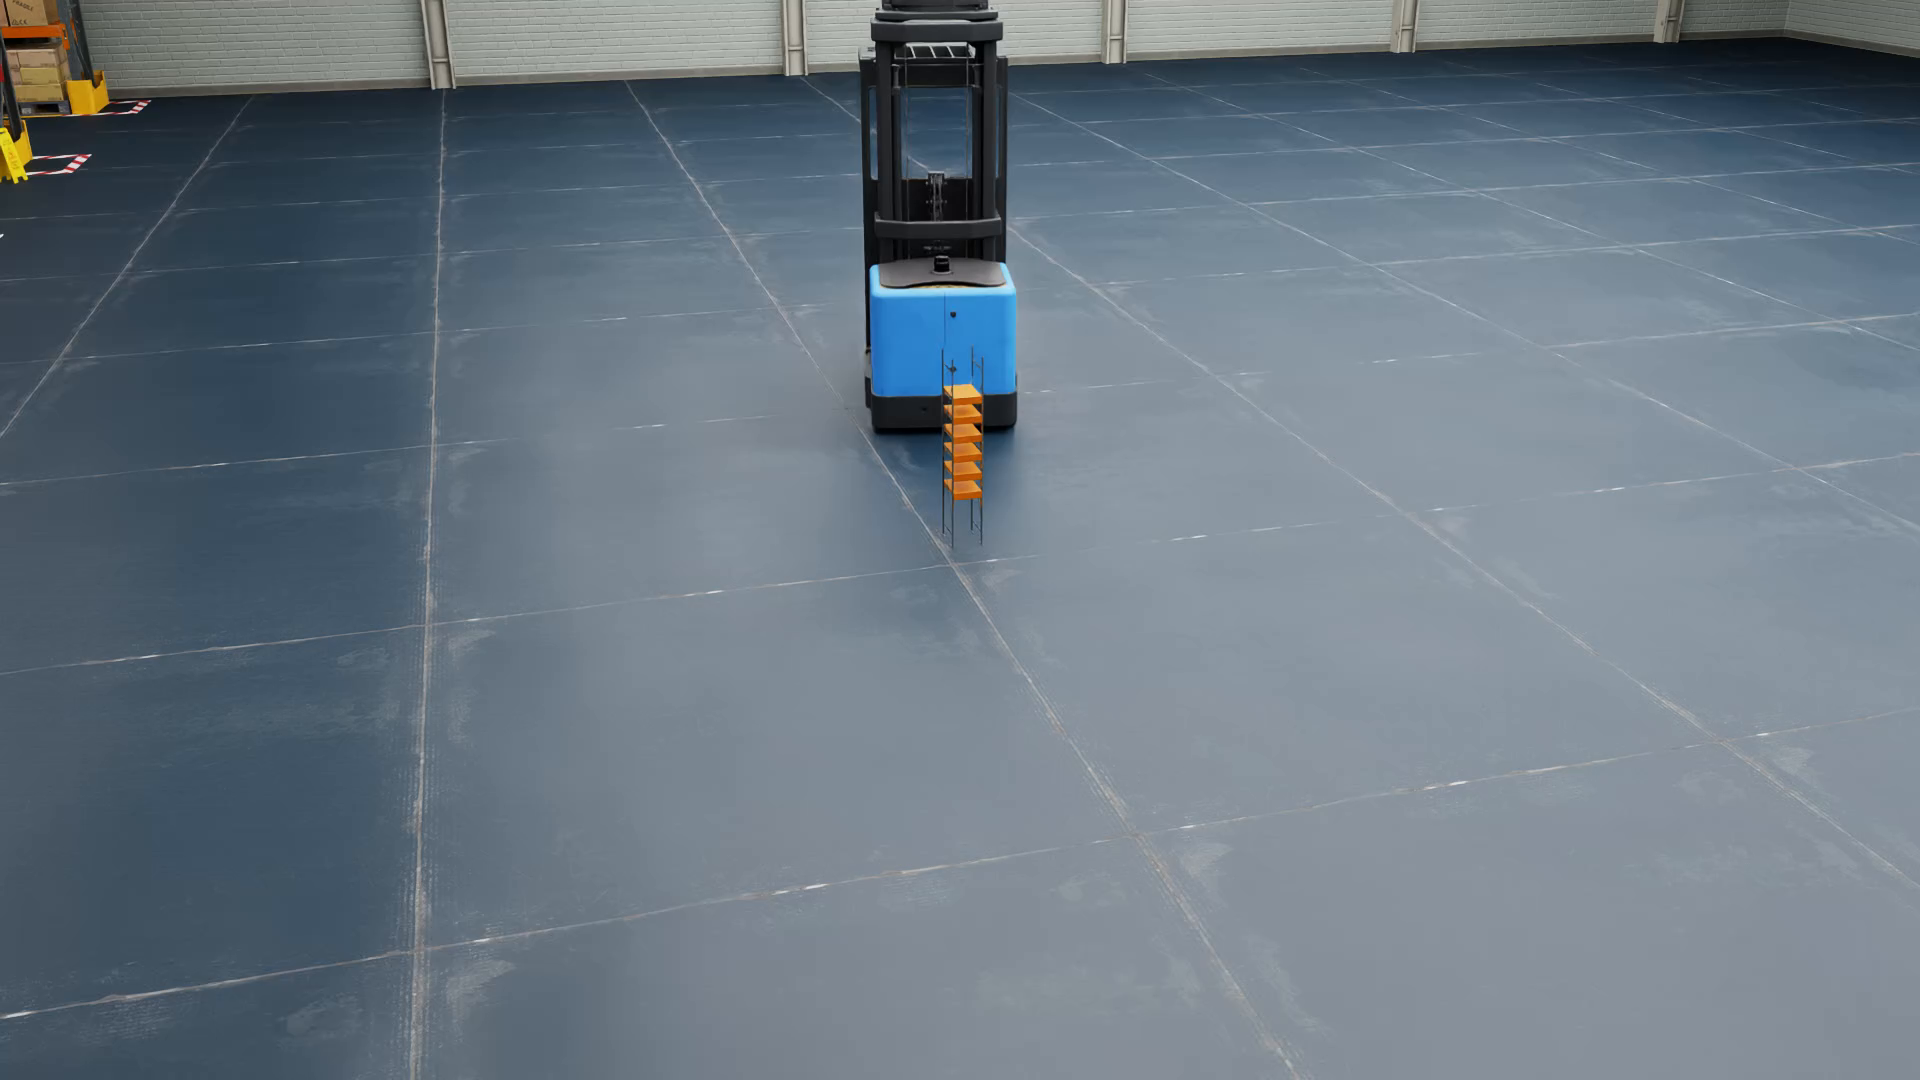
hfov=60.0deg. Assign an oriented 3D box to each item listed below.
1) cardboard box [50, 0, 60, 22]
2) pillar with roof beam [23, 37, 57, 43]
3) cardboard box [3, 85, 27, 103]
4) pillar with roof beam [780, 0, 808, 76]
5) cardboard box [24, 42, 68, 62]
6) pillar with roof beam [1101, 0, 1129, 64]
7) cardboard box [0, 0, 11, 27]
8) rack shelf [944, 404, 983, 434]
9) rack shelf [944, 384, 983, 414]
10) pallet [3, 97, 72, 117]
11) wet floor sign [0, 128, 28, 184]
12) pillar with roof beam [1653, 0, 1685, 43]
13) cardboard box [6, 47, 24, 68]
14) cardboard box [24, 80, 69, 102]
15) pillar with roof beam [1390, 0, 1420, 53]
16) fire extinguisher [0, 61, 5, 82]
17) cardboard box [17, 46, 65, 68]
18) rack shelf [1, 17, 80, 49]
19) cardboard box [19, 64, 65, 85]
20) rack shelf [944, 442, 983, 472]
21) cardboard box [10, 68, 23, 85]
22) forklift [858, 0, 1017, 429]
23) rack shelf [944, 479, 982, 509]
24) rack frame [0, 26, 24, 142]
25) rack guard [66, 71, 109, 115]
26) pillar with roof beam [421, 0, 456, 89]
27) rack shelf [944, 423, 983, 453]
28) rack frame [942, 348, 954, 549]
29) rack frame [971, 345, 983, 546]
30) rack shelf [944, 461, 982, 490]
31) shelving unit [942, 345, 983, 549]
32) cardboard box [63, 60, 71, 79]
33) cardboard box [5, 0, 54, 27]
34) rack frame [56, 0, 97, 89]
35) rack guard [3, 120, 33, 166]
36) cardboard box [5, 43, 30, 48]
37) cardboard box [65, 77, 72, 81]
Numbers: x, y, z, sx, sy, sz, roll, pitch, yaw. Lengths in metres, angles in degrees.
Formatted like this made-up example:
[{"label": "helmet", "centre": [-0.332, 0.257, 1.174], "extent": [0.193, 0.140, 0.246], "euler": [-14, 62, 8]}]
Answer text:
[{"label": "cardboard box", "centre": [-14.111, -8.194, 25.416], "extent": [0.500, 0.500, 0.500], "euler": [-6, 24, -13]}, {"label": "pillar with roof beam", "centre": [-13.310, -9.486, 20.945], "extent": [0.400, 9.000, 9.100], "euler": [-6, 24, -14]}, {"label": "cardboard box", "centre": [-14.408, -6.805, 25.261], "extent": [0.500, 0.250, 0.500], "euler": [-6, 24, -14]}, {"label": "pillar with roof beam", "centre": [-1.756, -10.764, 23.924], "extent": [0.400, 9.000, 9.100], "euler": [-6, 24, -14]}, {"label": "cardboard box", "centre": [-14.073, -7.505, 25.623], "extent": [0.500, 0.250, 0.500], "euler": [-7, 24, -15]}, {"label": "pillar with roof beam", "centre": [4.021, -11.403, 25.413], "extent": [0.400, 9.000, 9.100], "euler": [-6, 24, -14]}, {"label": "cardboard box", "centre": [-14.464, -7.937, 24.818], "extent": [0.500, 0.500, 0.500], "euler": [-6, 24, -13]}, {"label": "rack shelf", "centre": [0.014, -0.733, 9.940], "extent": [0.180, 0.103, 0.258], "euler": [-6, 24, -14]}, {"label": "rack shelf", "centre": [0.014, -0.843, 9.893], "extent": [0.180, 0.103, 0.258], "euler": [-6, 24, -14]}, {"label": "pallet", "centre": [-14.284, -6.717, 25.635], "extent": [1.213, 0.211, 1.003], "euler": [-6, 24, -14]}, {"label": "wet floor sign", "centre": [-11.743, -4.743, 20.486], "extent": [0.232, 0.644, 0.267], "euler": [2, 23, 4]}, {"label": "pillar with roof beam", "centre": [15.575, -12.681, 28.392], "extent": [0.400, 9.000, 9.100], "euler": [-6, 24, -14]}, {"label": "cardboard box", "centre": [-14.408, -7.260, 25.053], "extent": [0.500, 0.250, 0.500], "euler": [-6, 24, -13]}, {"label": "cardboard box", "centre": [-13.926, -6.855, 25.376], "extent": [0.500, 0.250, 0.500], "euler": [-6, 24, -14]}, {"label": "pillar with roof beam", "centre": [9.798, -12.042, 26.903], "extent": [0.400, 9.000, 9.100], "euler": [-6, 24, -14]}, {"label": "fire extinguisher", "centre": [-11.980, -6.013, 20.557], "extent": [0.183, 0.674, 0.296], "euler": [-6, 24, -14]}, {"label": "cardboard box", "centre": [-13.918, -7.317, 25.185], "extent": [0.500, 0.250, 0.500], "euler": [-5, 24, -13]}, {"label": "rack shelf", "centre": [-15.485, -7.552, 24.958], "extent": [4.000, 0.370, 1.077], "euler": [-6, 24, -14]}, {"label": "cardboard box", "centre": [-13.943, -7.084, 25.276], "extent": [0.500, 0.250, 0.500], "euler": [-7, 24, -15]}, {"label": "rack shelf", "centre": [0.014, -0.512, 10.035], "extent": [0.180, 0.103, 0.258], "euler": [-6, 24, -14]}, {"label": "cardboard box", "centre": [-14.429, -7.035, 25.161], "extent": [0.500, 0.250, 0.500], "euler": [-7, 24, -15]}, {"label": "forklift", "centre": [-0.209, -2.687, 12.796], "extent": [1.130, 2.935, 3.031], "euler": [-2, 23, -4]}, {"label": "rack shelf", "centre": [0.014, -0.292, 10.129], "extent": [0.180, 0.103, 0.258], "euler": [-6, 24, -14]}, {"label": "rack frame", "centre": [-12.215, -6.211, 20.922], "extent": [0.127, 3.000, 1.000], "euler": [-6, 24, -14]}, {"label": "rack guard", "centre": [-13.536, -6.949, 25.811], "extent": [0.348, 0.500, 1.175], "euler": [-6, 24, -14]}, {"label": "pillar with roof beam", "centre": [-7.533, -10.125, 22.435], "extent": [0.400, 9.000, 9.100], "euler": [-6, 24, -14]}, {"label": "rack shelf", "centre": [0.014, -0.622, 9.987], "extent": [0.180, 0.103, 0.258], "euler": [-6, 24, -14]}, {"label": "rack frame", "centre": [-0.074, -0.543, 9.994], "extent": [0.006, 1.200, 0.240], "euler": [-6, 24, -14]}, {"label": "rack frame", "centre": [0.102, -0.563, 10.040], "extent": [0.006, 1.200, 0.240], "euler": [-6, 24, -14]}, {"label": "rack shelf", "centre": [0.014, -0.402, 10.082], "extent": [0.180, 0.103, 0.258], "euler": [-6, 24, -14]}, {"label": "shelving unit", "centre": [0.014, -0.553, 10.017], "extent": [0.189, 1.200, 0.258], "euler": [-6, 24, -14]}, {"label": "cardboard box", "centre": [-14.068, -7.283, 25.740], "extent": [0.500, 0.250, 0.500], "euler": [-6, 24, -13]}, {"label": "cardboard box", "centre": [-13.962, -7.989, 24.938], "extent": [0.500, 0.500, 0.500], "euler": [-7, 24, -16]}, {"label": "rack frame", "centre": [-13.559, -8.095, 25.313], "extent": [0.127, 3.000, 1.000], "euler": [-6, 24, -14]}, {"label": "rack guard", "centre": [-12.288, -5.054, 21.396], "extent": [0.348, 0.500, 1.175], "euler": [-6, 24, -14]}, {"label": "cardboard box", "centre": [-14.553, -7.450, 25.496], "extent": [0.500, 0.250, 0.500], "euler": [-6, 24, -14]}, {"label": "cardboard box", "centre": [-14.085, -7.047, 25.823], "extent": [0.500, 0.250, 0.500], "euler": [-6, 24, -14]}]
